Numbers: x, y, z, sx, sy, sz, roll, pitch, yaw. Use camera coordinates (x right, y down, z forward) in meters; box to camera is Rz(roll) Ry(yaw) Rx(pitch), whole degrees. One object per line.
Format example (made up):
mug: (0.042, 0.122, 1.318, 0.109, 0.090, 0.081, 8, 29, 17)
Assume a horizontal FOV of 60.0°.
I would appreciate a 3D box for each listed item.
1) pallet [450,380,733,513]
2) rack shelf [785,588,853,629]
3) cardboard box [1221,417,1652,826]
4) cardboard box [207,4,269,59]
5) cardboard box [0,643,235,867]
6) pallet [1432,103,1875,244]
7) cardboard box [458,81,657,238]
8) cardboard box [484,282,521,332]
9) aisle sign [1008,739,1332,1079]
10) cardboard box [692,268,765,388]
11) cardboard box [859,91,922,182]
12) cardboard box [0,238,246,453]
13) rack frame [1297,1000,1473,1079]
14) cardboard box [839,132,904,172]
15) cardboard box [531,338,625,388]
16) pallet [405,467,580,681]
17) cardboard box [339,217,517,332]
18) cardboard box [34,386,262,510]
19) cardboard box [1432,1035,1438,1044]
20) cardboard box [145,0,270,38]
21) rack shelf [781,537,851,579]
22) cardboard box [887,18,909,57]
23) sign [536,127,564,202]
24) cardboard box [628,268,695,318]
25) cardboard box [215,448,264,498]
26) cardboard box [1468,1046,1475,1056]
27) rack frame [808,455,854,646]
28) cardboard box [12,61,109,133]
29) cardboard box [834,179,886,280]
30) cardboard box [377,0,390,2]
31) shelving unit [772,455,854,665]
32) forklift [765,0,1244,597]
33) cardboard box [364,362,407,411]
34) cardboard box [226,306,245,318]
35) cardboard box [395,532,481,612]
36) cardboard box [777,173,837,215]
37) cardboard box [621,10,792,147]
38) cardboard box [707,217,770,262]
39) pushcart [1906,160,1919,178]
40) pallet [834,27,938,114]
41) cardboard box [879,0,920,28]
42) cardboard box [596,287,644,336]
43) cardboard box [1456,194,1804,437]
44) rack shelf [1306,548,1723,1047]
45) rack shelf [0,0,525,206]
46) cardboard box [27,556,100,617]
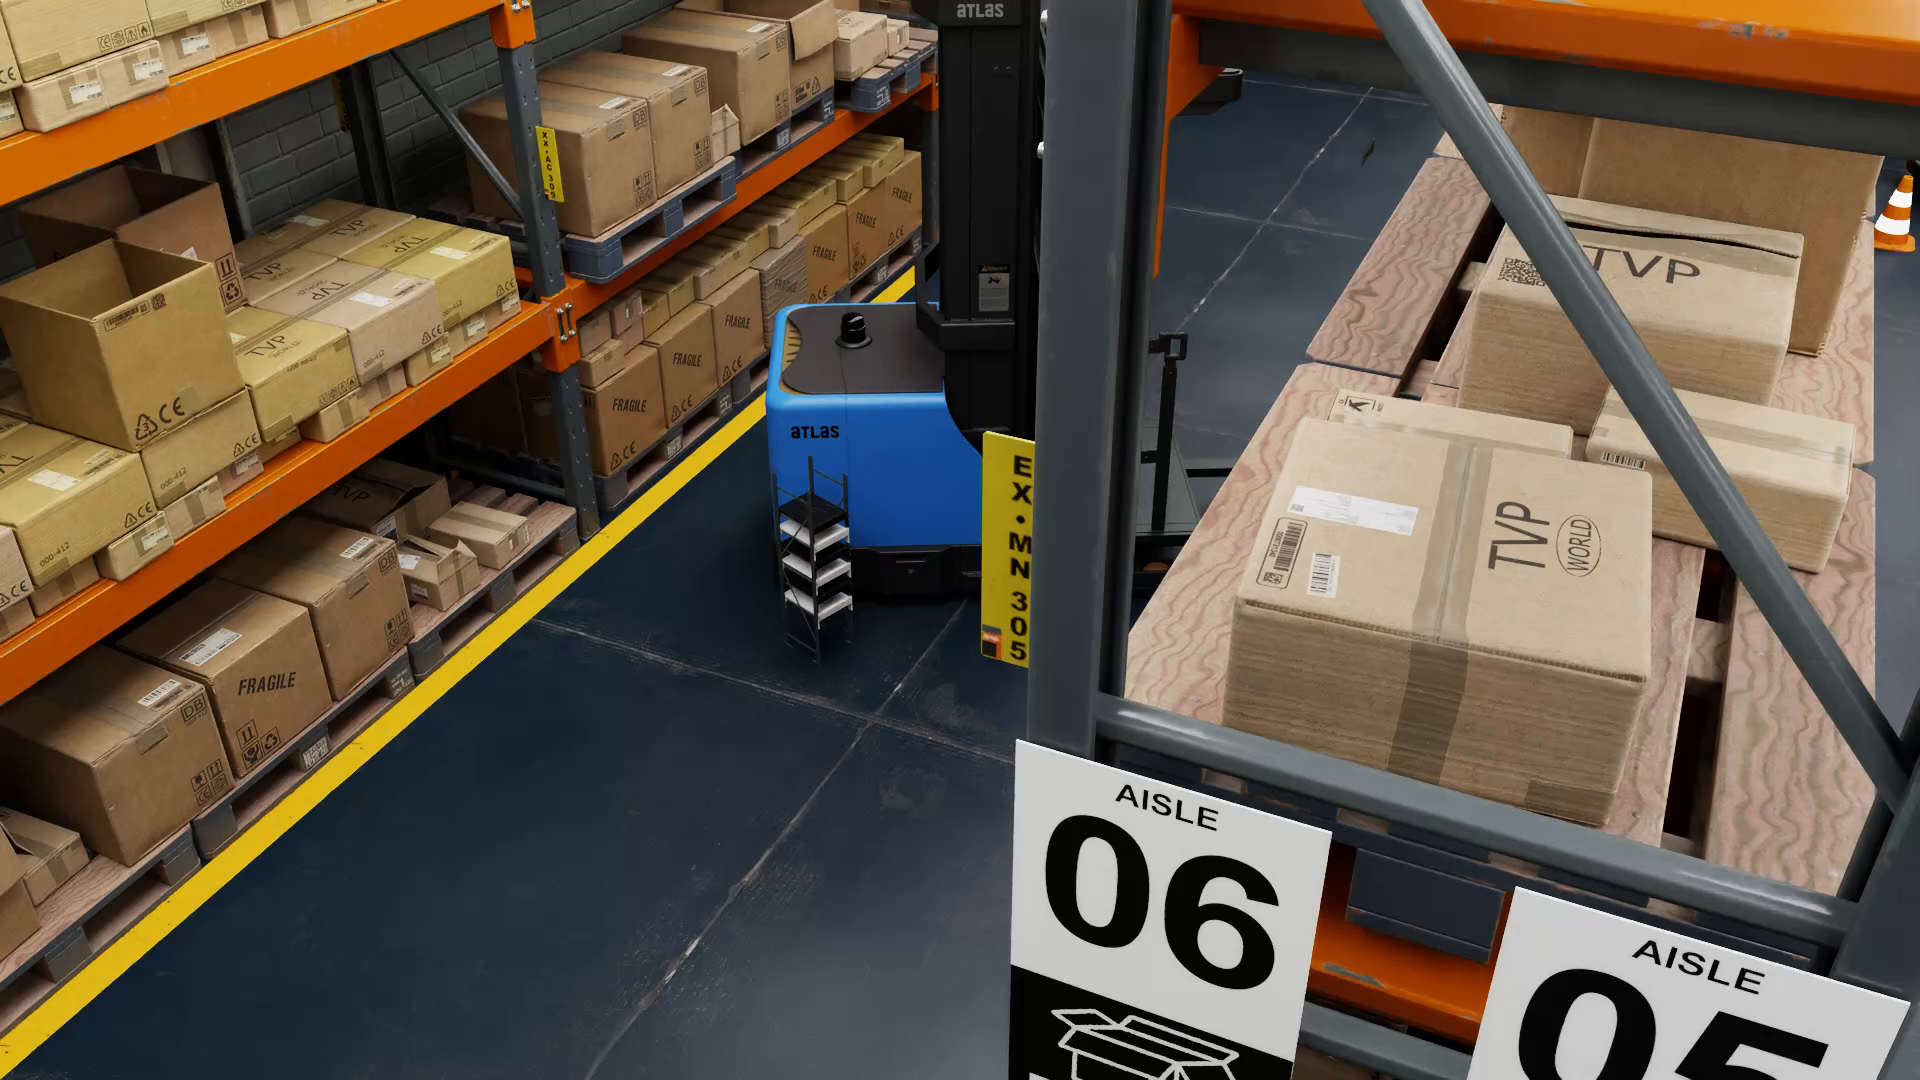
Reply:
pallet: (-1.970, -0.633, 9.023, 1.003, 0.211, 1.213, 14, 36, 20)
rack shelf: (-0.637, 0.274, 7.401, 0.258, 0.077, 0.200, 28, 42, 35)
cardboard box: (0.667, 0.090, 2.305, 0.500, 0.250, 0.500, 11, 35, 16)
cardboard box: (-2.629, -1.787, 5.734, 0.380, 0.149, 0.250, 15, 36, 22)
cardboard box: (-3.215, 0.777, 6.227, 0.700, 0.500, 0.500, 16, 36, 22)
pallet: (1.882, -1.061, 4.478, 1.003, 0.211, 1.213, 14, 36, 20)
cardboard box: (-1.871, -1.793, 7.774, 0.700, 0.500, 0.500, 15, 36, 22)
cardboard box: (-2.180, -1.064, 7.366, 0.380, 0.149, 0.250, 15, 36, 21)
aisle sign: (0.249, 0.621, 2.196, 0.394, 0.787, 0.004, 14, 36, 20)
cardboard box: (-1.443, -1.220, 9.272, 0.500, 0.500, 0.500, 13, 35, 19)
cardboard box: (-0.329, -2.868, 11.671, 0.875, 0.625, 0.625, 15, 36, 22)
cardboard box: (-2.888, -0.680, 5.733, 0.500, 0.500, 0.500, 15, 36, 22)
rack frame: (0.560, 1.744, 2.855, 1.000, 3.000, 0.127, 14, 36, 20)
cardboard box: (-0.579, -2.475, 10.594, 0.380, 0.149, 0.250, 12, 35, 18)
cardboard box: (-1.884, -0.905, 8.199, 0.380, 0.149, 0.250, 16, 36, 23)
pallet: (-2.564, 0.123, 7.871, 1.003, 0.211, 1.213, 14, 36, 20)
cardboard box: (-2.268, -1.138, 7.115, 0.500, 0.250, 0.500, 15, 36, 22)
cardboard box: (-2.901, -0.383, 5.964, 0.500, 0.250, 0.500, 13, 36, 19)
cardboard box: (1.208, 1.270, 3.486, 0.500, 0.500, 0.500, 14, 36, 20)
cardboard box: (-2.683, -1.890, 5.527, 0.500, 0.250, 0.500, 15, 36, 21)
rack shelf: (-0.637, 0.048, 7.253, 0.258, 0.077, 0.200, 28, 42, 35)
cardboard box: (-0.529, -3.033, 9.986, 0.380, 0.149, 0.250, 15, 36, 21)
sign: (-1.780, -1.627, 7.206, 0.100, 0.325, 0.005, 14, 36, 20)
cardboard box: (-1.639, -1.330, 8.848, 0.380, 0.149, 0.250, 14, 36, 20)
cardboard box: (-2.842, -0.299, 6.200, 0.380, 0.149, 0.250, 14, 36, 20)
cardboard box: (0.960, 0.899, 2.549, 0.380, 0.149, 0.250, 15, 36, 21)
rack frame: (-0.567, 0.055, 7.345, 0.240, 0.900, 0.006, 28, 42, 35)
cardboard box: (-2.876, -1.389, 5.127, 0.380, 0.149, 0.250, 14, 36, 21)
cardboard box: (-0.803, -2.001, 10.463, 0.500, 0.500, 0.500, 14, 36, 20)
cardboard box: (-2.264, -2.167, 6.312, 0.380, 0.149, 0.250, 14, 36, 20)
shelving unit: (-0.637, 0.096, 7.284, 0.258, 0.900, 0.210, 28, 42, 35)
forklift: (0.627, -1.240, 7.468, 3.031, 2.935, 1.130, -1, 33, -2)
cardboard box: (-2.491, -0.670, 6.765, 0.380, 0.149, 0.250, 15, 36, 22)
cardboard box: (-3.150, -0.755, 6.531, 0.500, 0.250, 0.500, 15, 36, 22)
cardboard box: (-2.392, 0.105, 7.465, 0.396, 0.266, 0.258, 15, 36, 22)
cardboard box: (-0.967, -2.090, 10.007, 0.380, 0.149, 0.250, 15, 36, 22)
cardboard box: (-1.326, -2.441, 8.763, 0.700, 0.500, 0.500, 14, 36, 20)
cardboard box: (-1.309, -1.710, 9.428, 0.380, 0.149, 0.250, 14, 36, 21)
pushcart: (7.673, -2.638, 11.929, 1.648, 0.377, 0.936, 3, 33, 4)
pallet: (-0.823, -2.944, 10.179, 1.213, 0.211, 1.003, 14, 36, 20)
cardboard box: (-0.195, -3.480, 10.958, 0.500, 0.250, 0.500, 14, 36, 21)
cardboard box: (-1.819, -1.169, 8.332, 0.380, 0.149, 0.250, 12, 35, 18)
cardboard box: (1.232, -0.425, 3.034, 0.500, 0.311, 0.500, 15, 36, 21)
rack shelf: (1.397, -0.206, 3.749, 1.077, 0.370, 4.000, 14, 36, 20)
rack shelf: (-3.113, -1.343, 5.483, 1.077, 0.370, 4.000, 14, 36, 20)
cardboard box: (-3.153, 0.089, 5.607, 0.380, 0.149, 0.250, 15, 36, 21)
